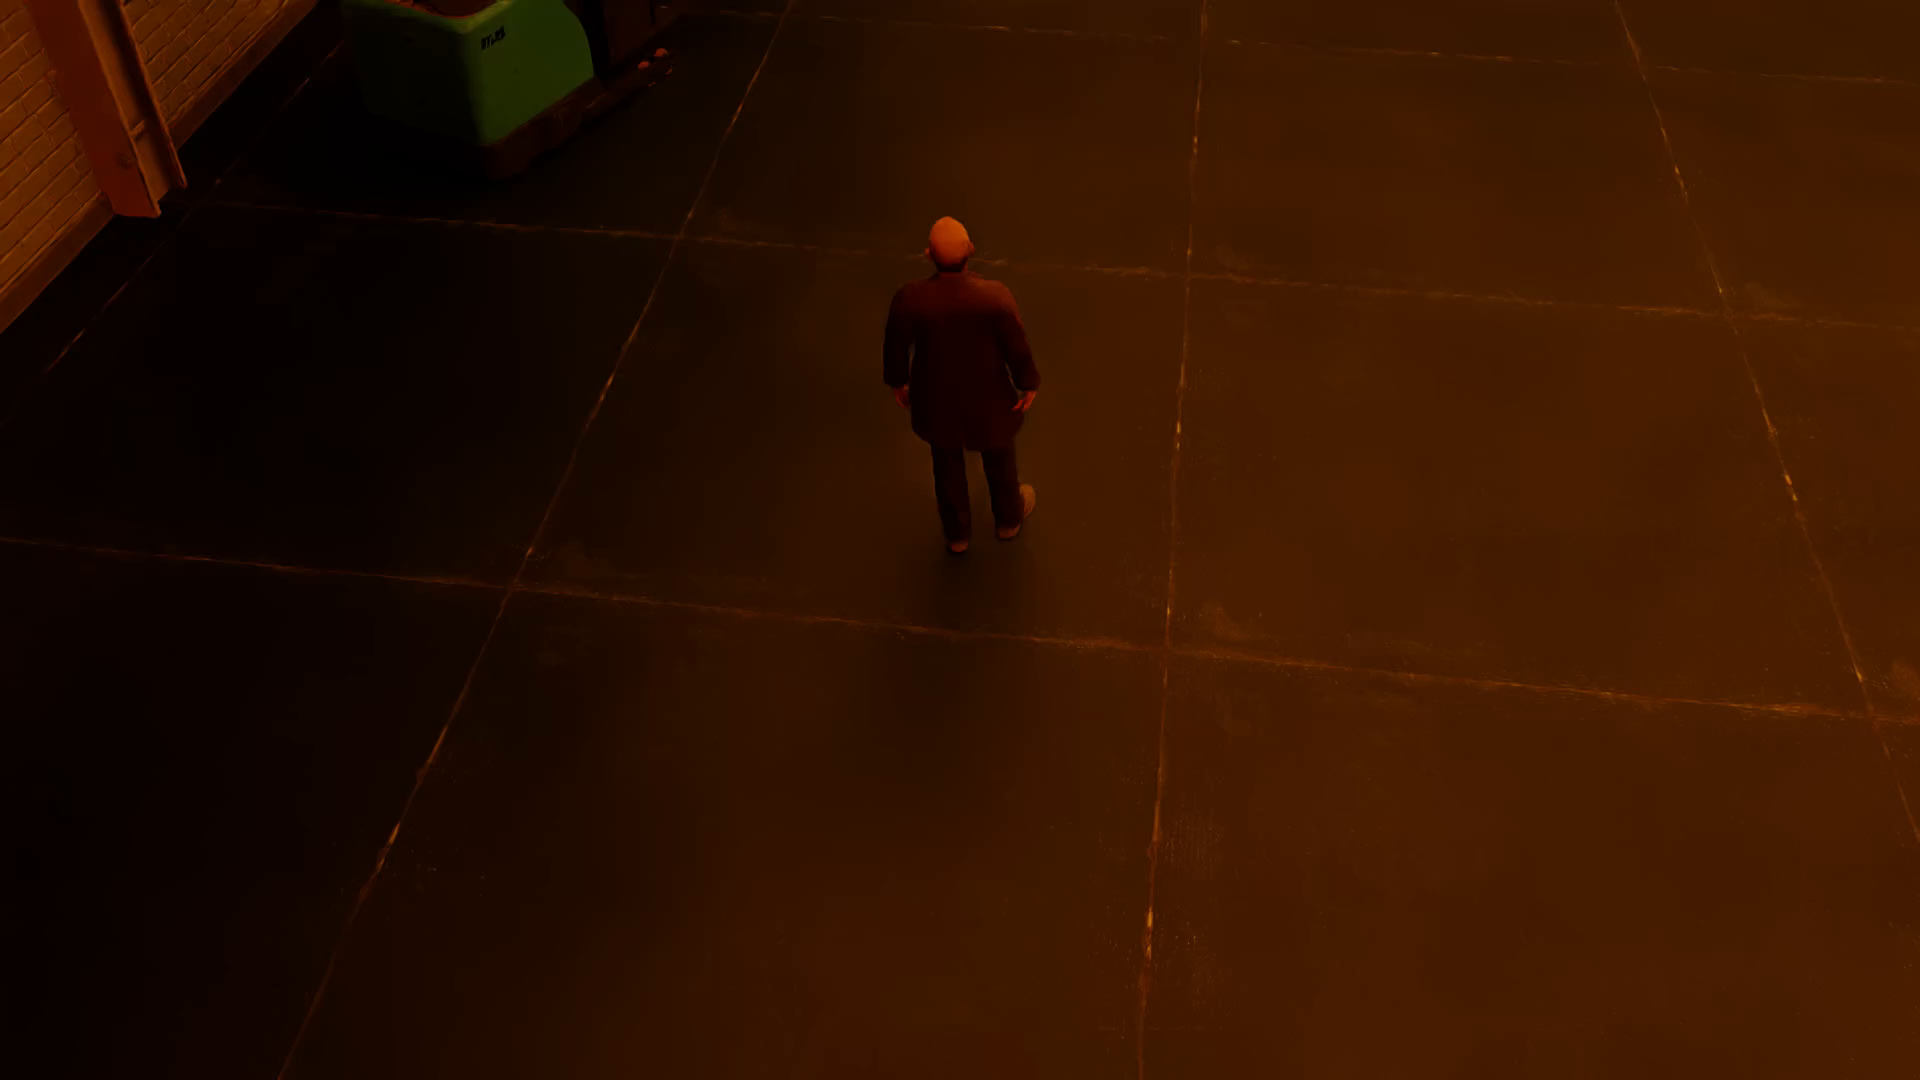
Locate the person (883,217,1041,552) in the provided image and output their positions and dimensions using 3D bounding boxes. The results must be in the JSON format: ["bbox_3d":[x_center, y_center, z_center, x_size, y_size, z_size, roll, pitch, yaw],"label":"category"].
[{"bbox_3d":[0.017,-0.721,7.351,0.694,1.776,0.580,5,43,6],"label":"person"}]

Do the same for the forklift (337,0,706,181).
[{"bbox_3d":[-2.590,-4.271,10.373,1.130,2.935,3.031,19,46,20],"label":"forklift"}]
